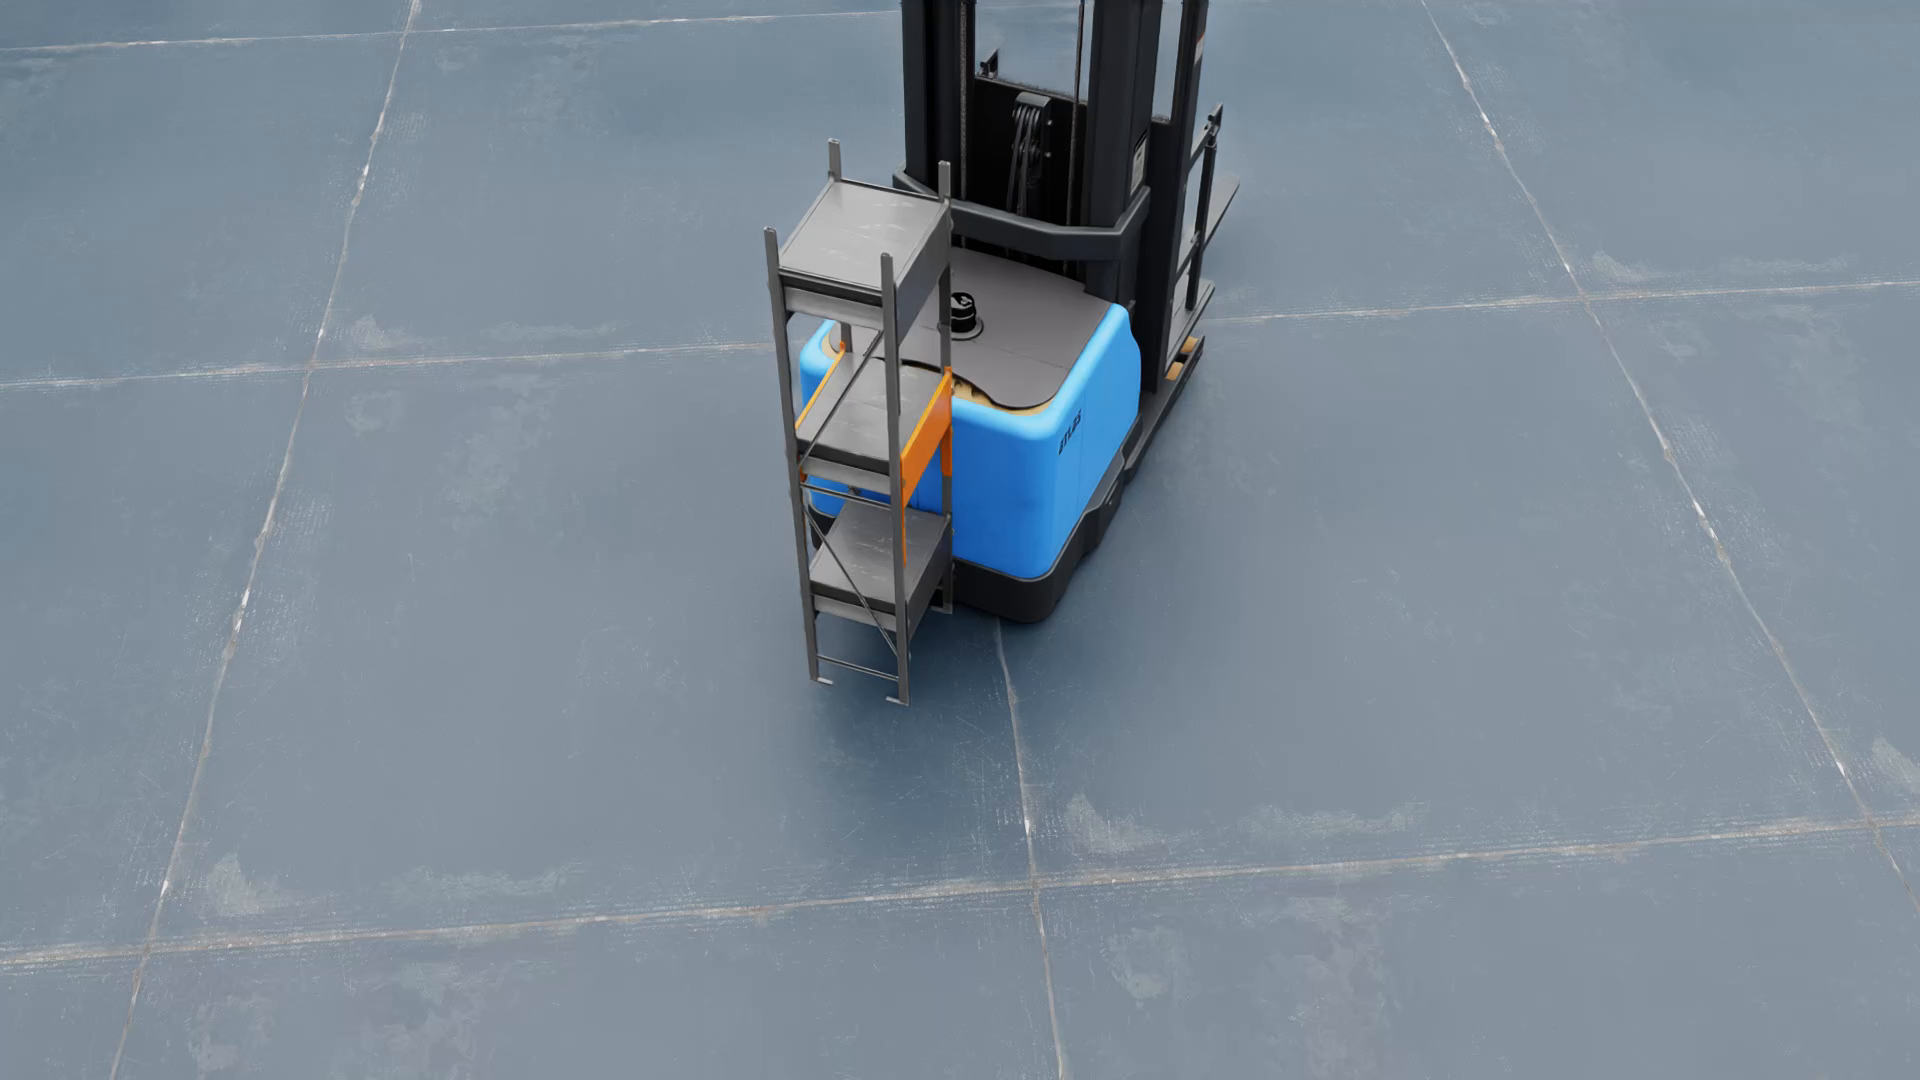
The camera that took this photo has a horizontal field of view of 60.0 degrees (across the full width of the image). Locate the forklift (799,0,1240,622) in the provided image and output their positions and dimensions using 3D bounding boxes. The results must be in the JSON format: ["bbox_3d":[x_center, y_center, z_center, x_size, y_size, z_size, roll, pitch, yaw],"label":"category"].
[{"bbox_3d":[0.464,-1.770,6.544,1.130,2.935,3.031,18,49,17],"label":"forklift"}]

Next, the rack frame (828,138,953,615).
[{"bbox_3d":[-0.220,-0.476,5.891,0.400,2.100,0.015,14,48,13],"label":"rack frame"}]

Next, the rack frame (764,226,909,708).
[{"bbox_3d":[-0.383,-0.142,5.575,0.400,2.100,0.015,14,48,13],"label":"rack frame"}]

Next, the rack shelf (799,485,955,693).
[{"bbox_3d":[-0.302,0.182,6.251,0.431,0.518,0.480,14,48,13],"label":"rack shelf"}]

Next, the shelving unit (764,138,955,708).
[{"bbox_3d":[-0.302,-0.309,5.733,0.431,2.100,0.503,14,48,13],"label":"shelving unit"}]

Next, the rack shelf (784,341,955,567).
[{"bbox_3d":[-0.302,-0.299,5.743,0.431,0.518,0.480,14,48,13],"label":"rack shelf"}]

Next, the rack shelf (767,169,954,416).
[{"bbox_3d":[-0.301,-0.781,5.234,0.431,0.518,0.480,14,48,13],"label":"rack shelf"}]
